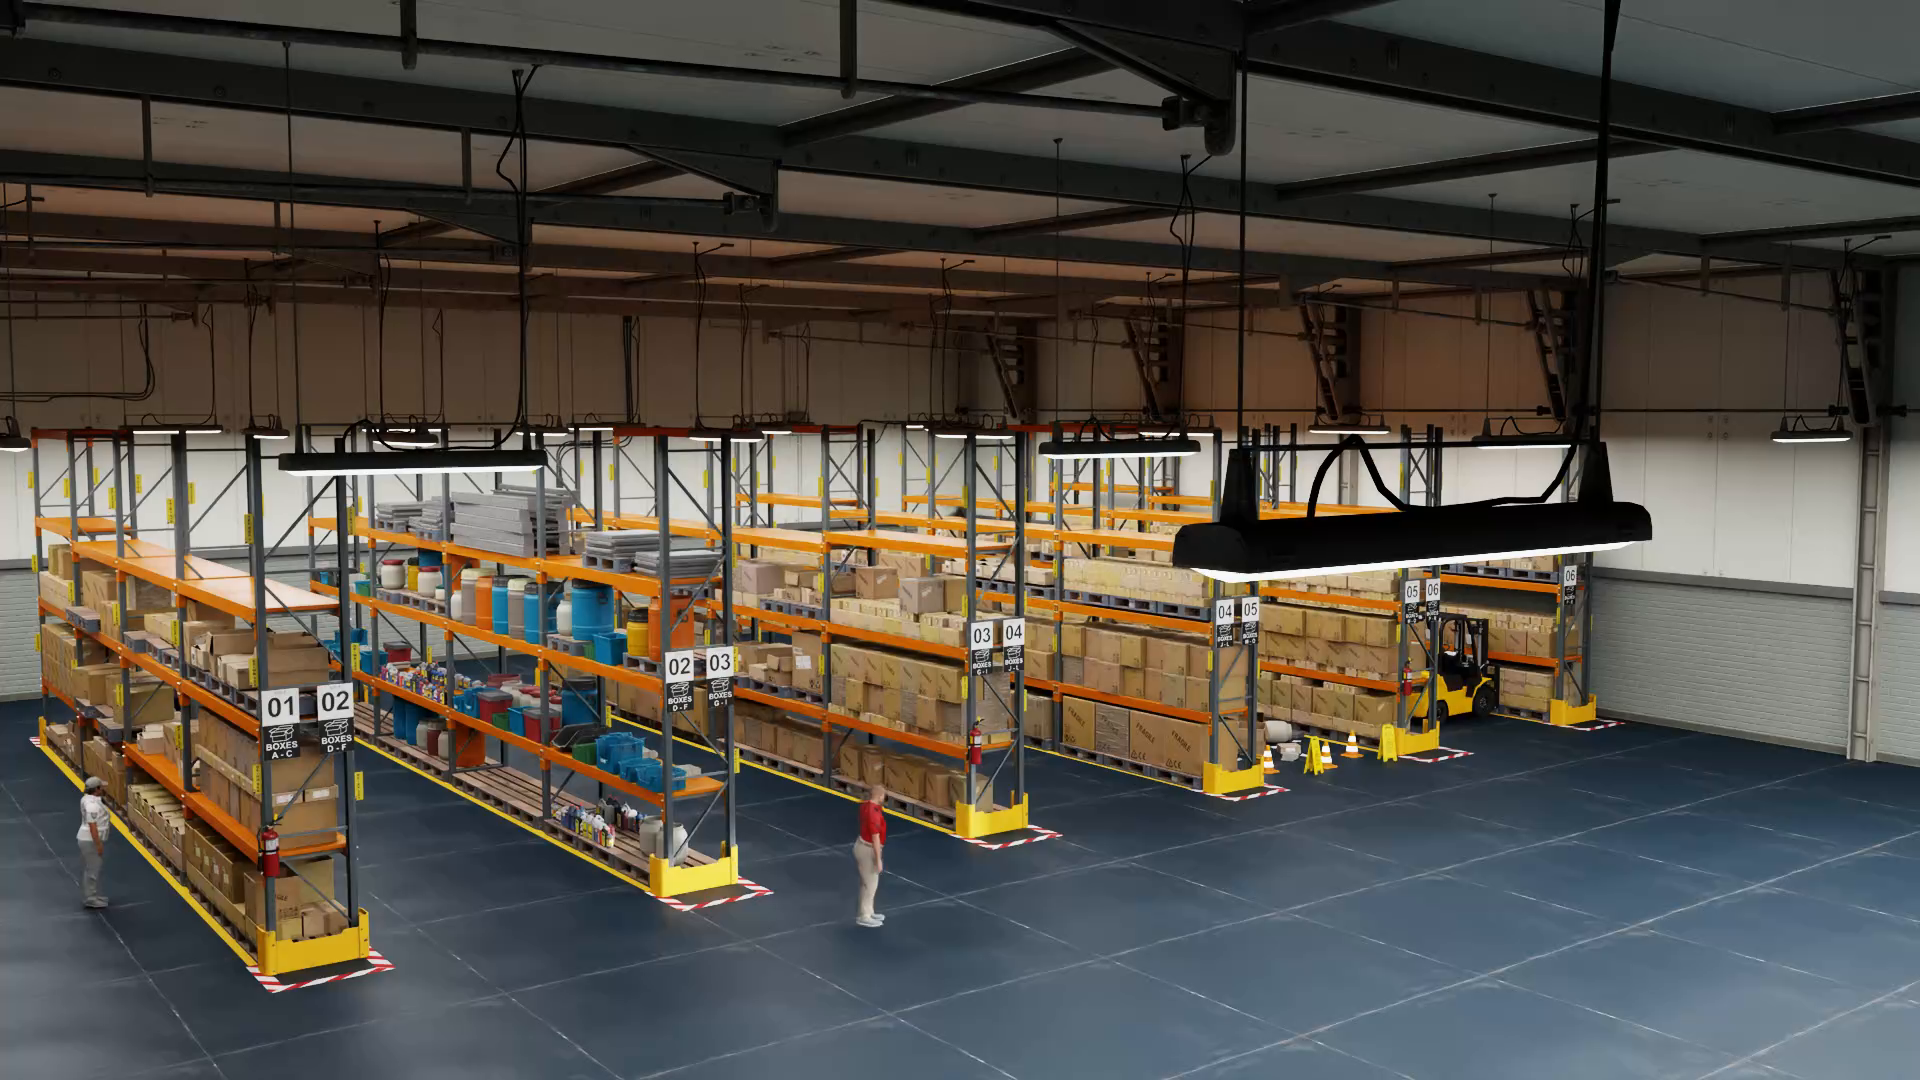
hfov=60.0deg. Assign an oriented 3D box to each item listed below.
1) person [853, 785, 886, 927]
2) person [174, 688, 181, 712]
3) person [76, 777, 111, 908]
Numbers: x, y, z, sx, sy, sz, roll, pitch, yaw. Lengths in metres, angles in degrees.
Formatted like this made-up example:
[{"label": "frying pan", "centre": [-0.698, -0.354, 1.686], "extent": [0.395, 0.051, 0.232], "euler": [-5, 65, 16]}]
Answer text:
[{"label": "person", "centre": [-1.103, 3.872, 20.452], "extent": [0.393, 1.735, 0.576], "euler": [-1, 5, -16]}, {"label": "person", "centre": [-15.081, 3.022, 32.222], "extent": [0.798, 1.539, 0.398], "euler": [4, 6, 41]}, {"label": "person", "centre": [-11.029, 3.839, 21.189], "extent": [0.406, 1.670, 0.525], "euler": [-2, 5, -21]}]
